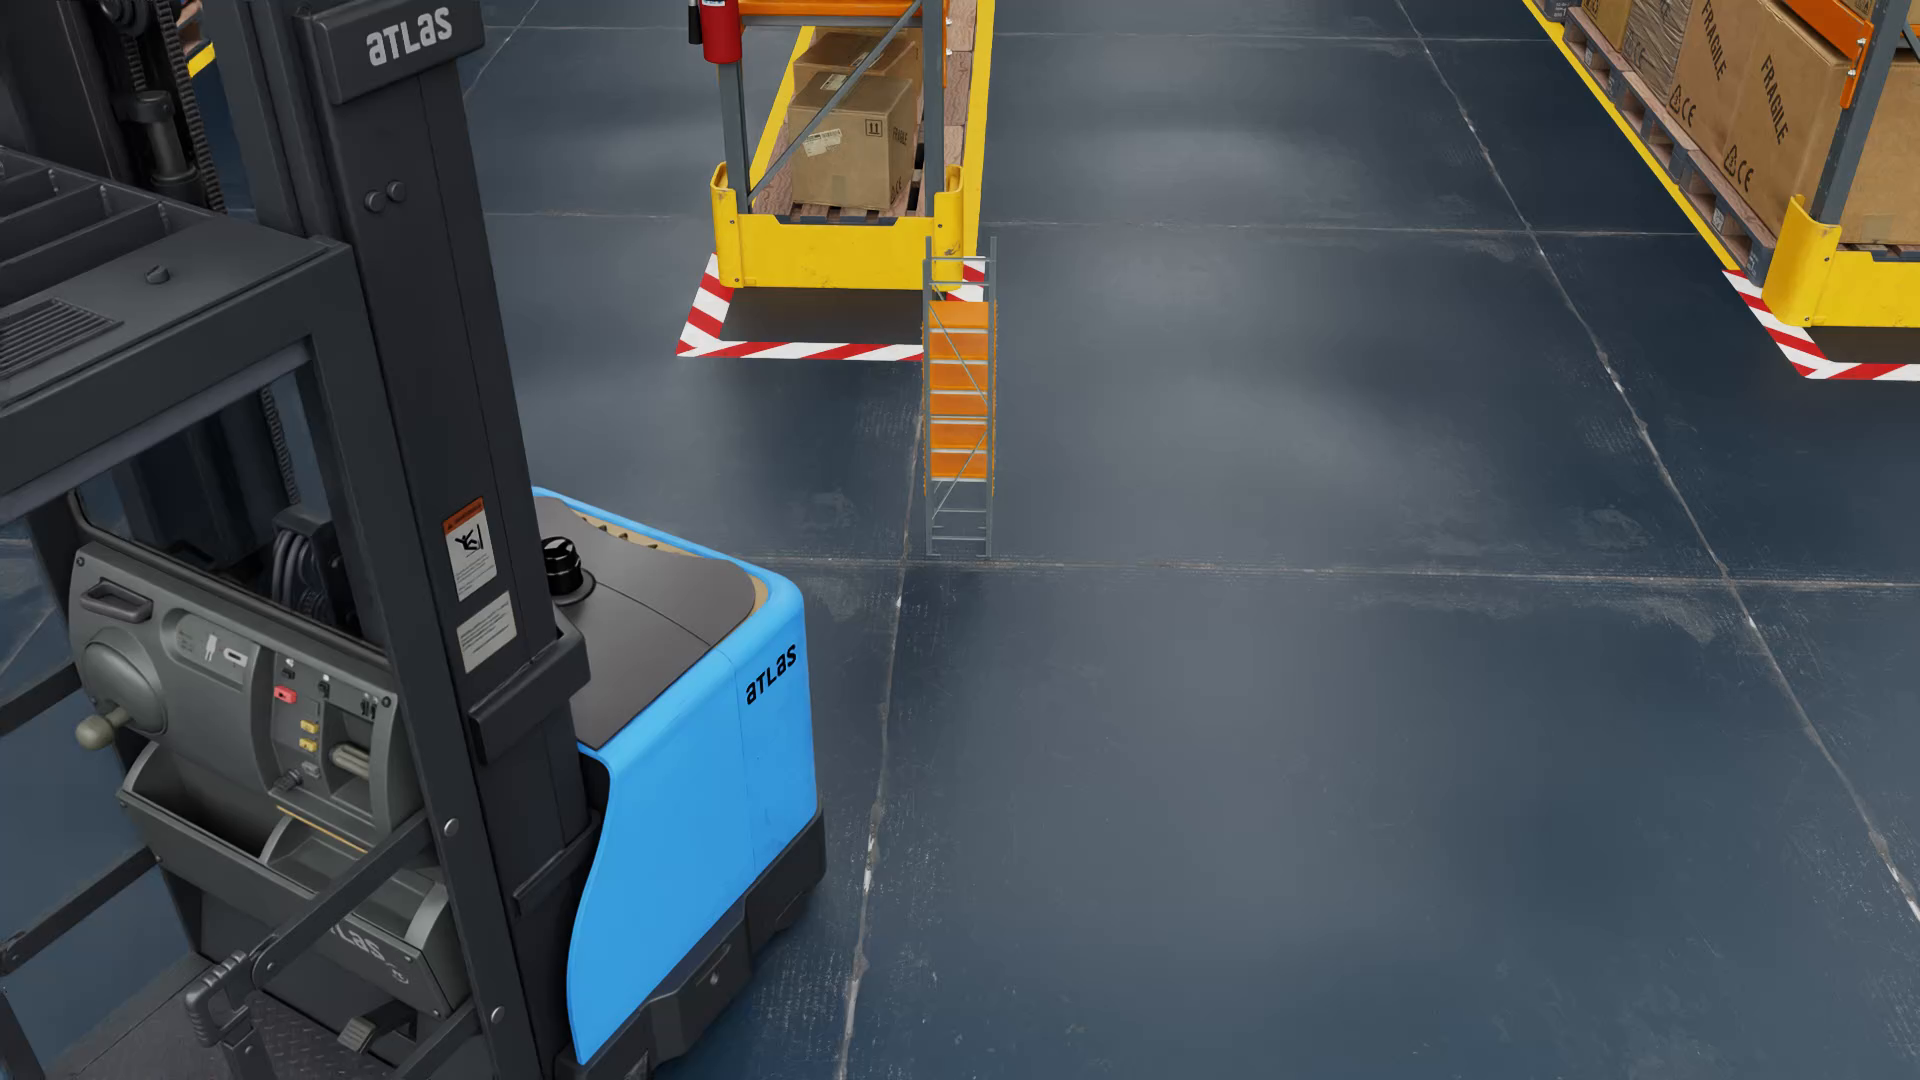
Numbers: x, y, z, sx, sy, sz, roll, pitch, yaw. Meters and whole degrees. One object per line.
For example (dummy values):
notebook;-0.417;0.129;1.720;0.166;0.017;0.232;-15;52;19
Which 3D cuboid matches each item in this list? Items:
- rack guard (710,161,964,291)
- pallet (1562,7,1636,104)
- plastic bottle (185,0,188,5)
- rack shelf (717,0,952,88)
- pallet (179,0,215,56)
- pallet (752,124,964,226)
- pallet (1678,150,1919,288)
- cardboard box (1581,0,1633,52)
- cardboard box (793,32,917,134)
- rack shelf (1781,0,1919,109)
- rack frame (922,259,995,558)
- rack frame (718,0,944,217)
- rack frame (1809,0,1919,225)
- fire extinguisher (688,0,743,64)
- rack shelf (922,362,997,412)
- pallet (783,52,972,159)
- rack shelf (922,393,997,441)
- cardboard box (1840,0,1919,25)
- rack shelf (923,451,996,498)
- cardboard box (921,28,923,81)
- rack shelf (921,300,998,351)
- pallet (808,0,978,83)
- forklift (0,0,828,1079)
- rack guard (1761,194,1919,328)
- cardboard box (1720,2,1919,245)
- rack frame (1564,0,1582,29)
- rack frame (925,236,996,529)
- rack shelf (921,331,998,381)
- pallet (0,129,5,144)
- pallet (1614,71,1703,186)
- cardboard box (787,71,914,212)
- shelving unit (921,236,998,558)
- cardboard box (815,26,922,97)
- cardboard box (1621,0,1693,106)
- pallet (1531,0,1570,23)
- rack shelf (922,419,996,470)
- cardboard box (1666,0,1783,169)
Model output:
rack guard;-0.572;-1.503;7.954;1.175;0.500;0.348;1;35;2
pallet;4.429;-3.031;10.380;1.003;0.211;1.213;1;35;2
plastic bottle;-5.101;-3.614;10.705;0.144;0.351;0.185;0;35;1
rack shelf;-0.495;-3.337;9.014;1.077;0.370;4.000;1;35;2
pallet;-5.432;-3.369;10.860;1.003;0.211;1.213;1;35;2
pallet;-0.504;-1.851;8.700;1.003;0.211;1.213;1;35;2
pallet;4.331;-1.629;8.385;1.003;0.211;1.213;1;35;2
cardboard box;4.442;-3.550;10.175;0.875;0.875;0.875;2;35;3
cardboard box;-0.544;-2.334;8.770;0.500;0.500;0.500;10;36;14
rack shelf;4.457;-3.164;8.769;1.077;0.370;4.000;1;35;2
rack frame;-0.004;-0.430;5.818;0.240;1.200;0.006;1;35;2
rack frame;-0.575;-2.482;7.173;1.000;3.000;0.127;1;35;2
rack frame;4.377;-2.309;6.927;1.000;3.000;0.127;1;35;2
fire extinguisher;-1.040;-2.395;7.116;0.296;0.674;0.183;1;35;2
rack shelf;-0.001;-0.544;5.850;0.258;0.103;0.180;1;35;2
pallet;-0.452;-2.550;9.694;1.003;0.211;1.213;1;35;2
rack shelf;-0.001;-0.446;5.919;0.258;0.103;0.180;1;35;2
cardboard box;4.346;-2.585;7.189;0.875;0.550;0.550;1;35;2
rack shelf;-0.001;-0.250;6.057;0.258;0.103;0.180;1;35;2
cardboard box;-0.432;-3.012;9.736;0.500;0.500;0.500;-2;35;-2
rack shelf;-0.001;-0.741;5.712;0.258;0.103;0.180;1;35;2
pallet;-0.406;-3.252;10.694;1.003;0.211;1.213;1;35;2
forklift;-1.559;0.373;3.170;1.130;2.935;3.031;19;39;24
rack guard;4.376;-1.273;7.626;1.175;0.500;0.348;1;35;2
cardboard box;4.338;-2.003;7.974;0.875;0.875;0.875;2;35;2
rack frame;4.537;-4.607;10.197;1.000;3.000;0.127;1;35;2
rack frame;0.003;-0.535;5.968;0.240;1.200;0.006;1;35;2
rack shelf;-0.001;-0.643;5.781;0.258;0.103;0.180;1;35;2
pallet;-5.530;-1.967;8.865;1.003;0.211;1.213;1;35;2
pallet;4.382;-2.329;9.380;1.003;0.211;1.213;1;35;2
cardboard box;-0.533;-1.989;8.281;0.500;0.500;0.500;8;36;11
shelving unit;-0.001;-0.483;5.893;0.258;1.200;0.189;1;35;2
cardboard box;-0.500;-2.693;9.282;0.500;0.500;0.500;4;35;6
cardboard box;4.410;-3.032;9.438;0.875;0.875;0.875;2;35;2
pallet;4.493;-3.912;11.632;1.003;0.211;1.213;1;35;2
rack shelf;-0.001;-0.348;5.988;0.258;0.103;0.180;1;35;2
cardboard box;4.371;-2.508;8.693;0.875;0.875;0.875;1;35;1
